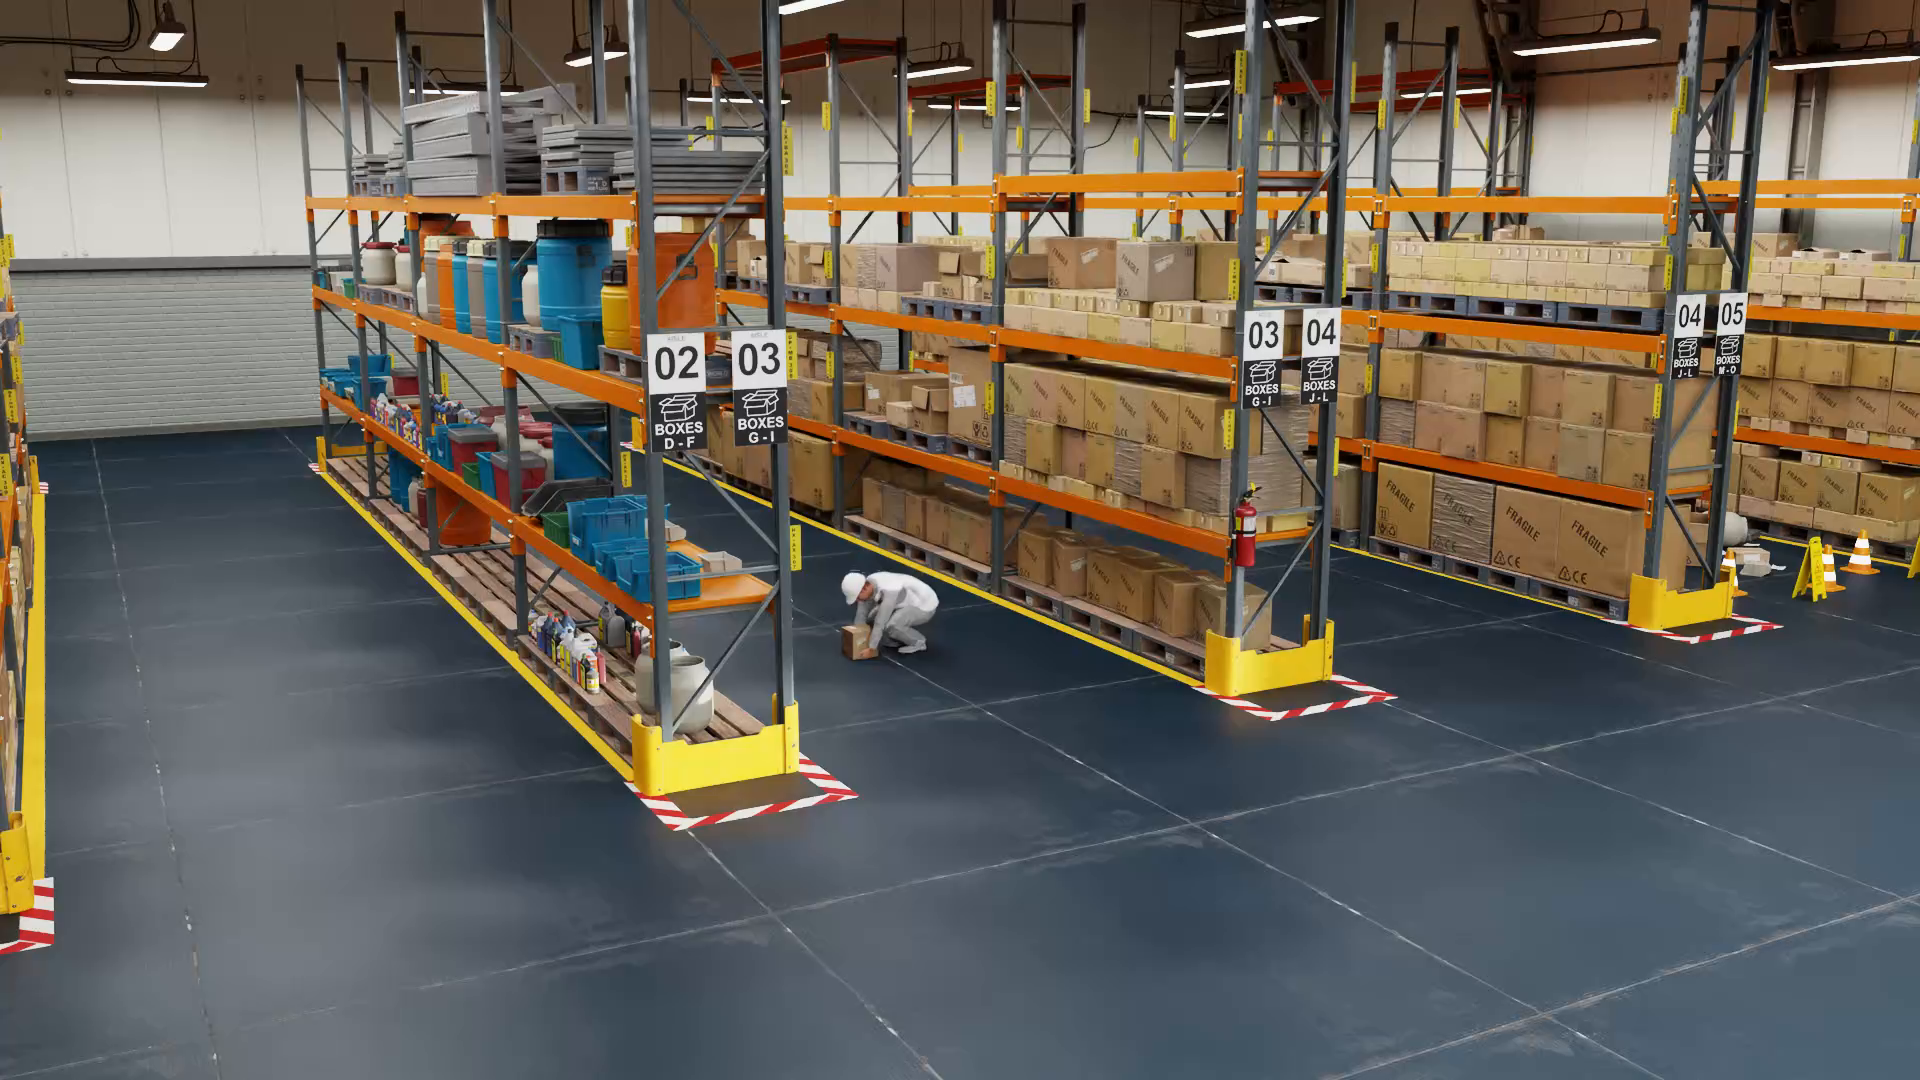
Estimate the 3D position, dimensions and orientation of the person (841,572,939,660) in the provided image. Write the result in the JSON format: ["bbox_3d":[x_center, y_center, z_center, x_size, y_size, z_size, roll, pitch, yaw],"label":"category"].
[{"bbox_3d":[-0.662,0.674,15.240,0.953,0.860,0.526,-6,13,-28],"label":"person"}]
